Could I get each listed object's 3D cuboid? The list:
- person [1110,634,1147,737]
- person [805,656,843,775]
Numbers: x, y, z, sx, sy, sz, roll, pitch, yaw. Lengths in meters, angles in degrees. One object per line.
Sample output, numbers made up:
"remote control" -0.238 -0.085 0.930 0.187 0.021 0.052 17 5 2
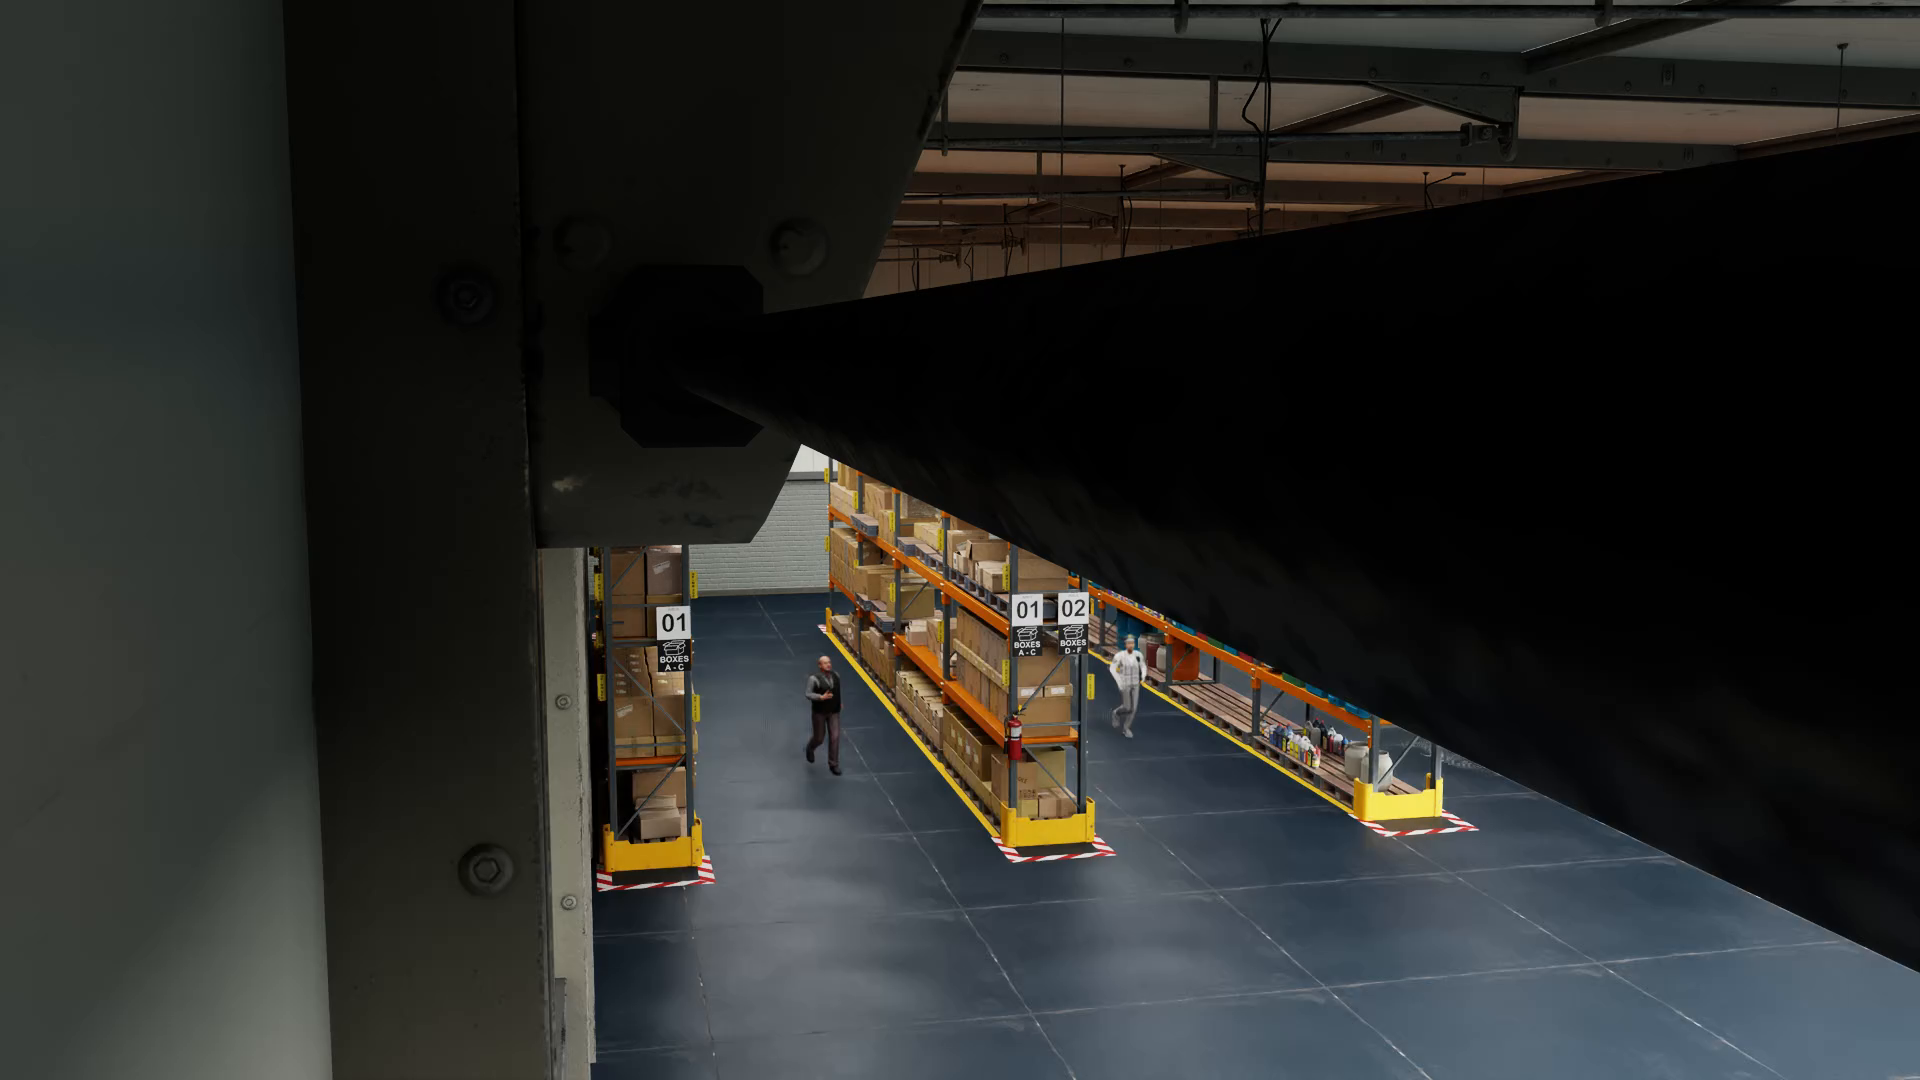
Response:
"person" 2.739 2.337 26.837 0.609 1.667 0.586 -2 7 -14
"person" -1.992 2.554 24.537 0.674 1.709 0.878 -4 8 -31
